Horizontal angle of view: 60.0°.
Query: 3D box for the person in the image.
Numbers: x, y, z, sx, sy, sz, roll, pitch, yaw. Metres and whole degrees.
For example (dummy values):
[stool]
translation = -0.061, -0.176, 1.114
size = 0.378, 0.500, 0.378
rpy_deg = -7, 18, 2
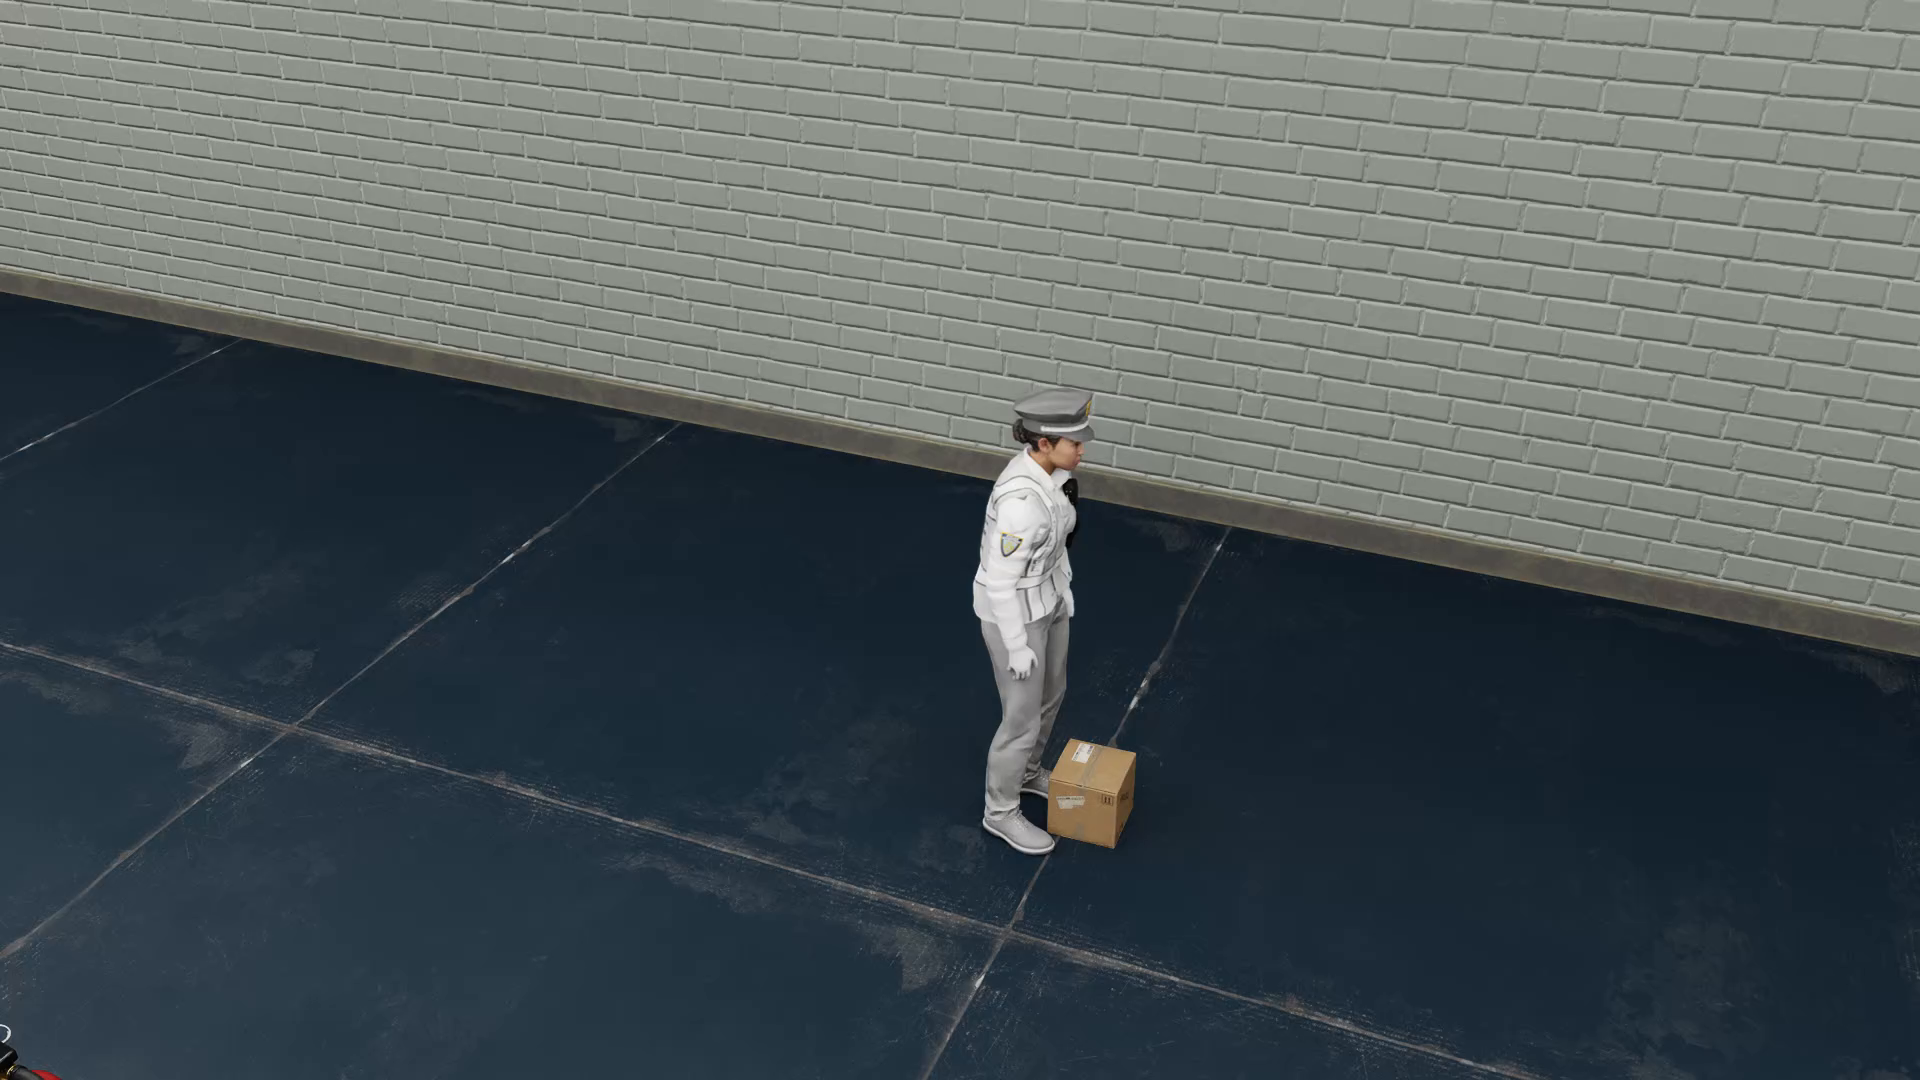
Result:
[person]
translation = 0.245, 0.255, 5.679
size = 0.371, 1.663, 0.530
rpy_deg = 12, 32, 19
